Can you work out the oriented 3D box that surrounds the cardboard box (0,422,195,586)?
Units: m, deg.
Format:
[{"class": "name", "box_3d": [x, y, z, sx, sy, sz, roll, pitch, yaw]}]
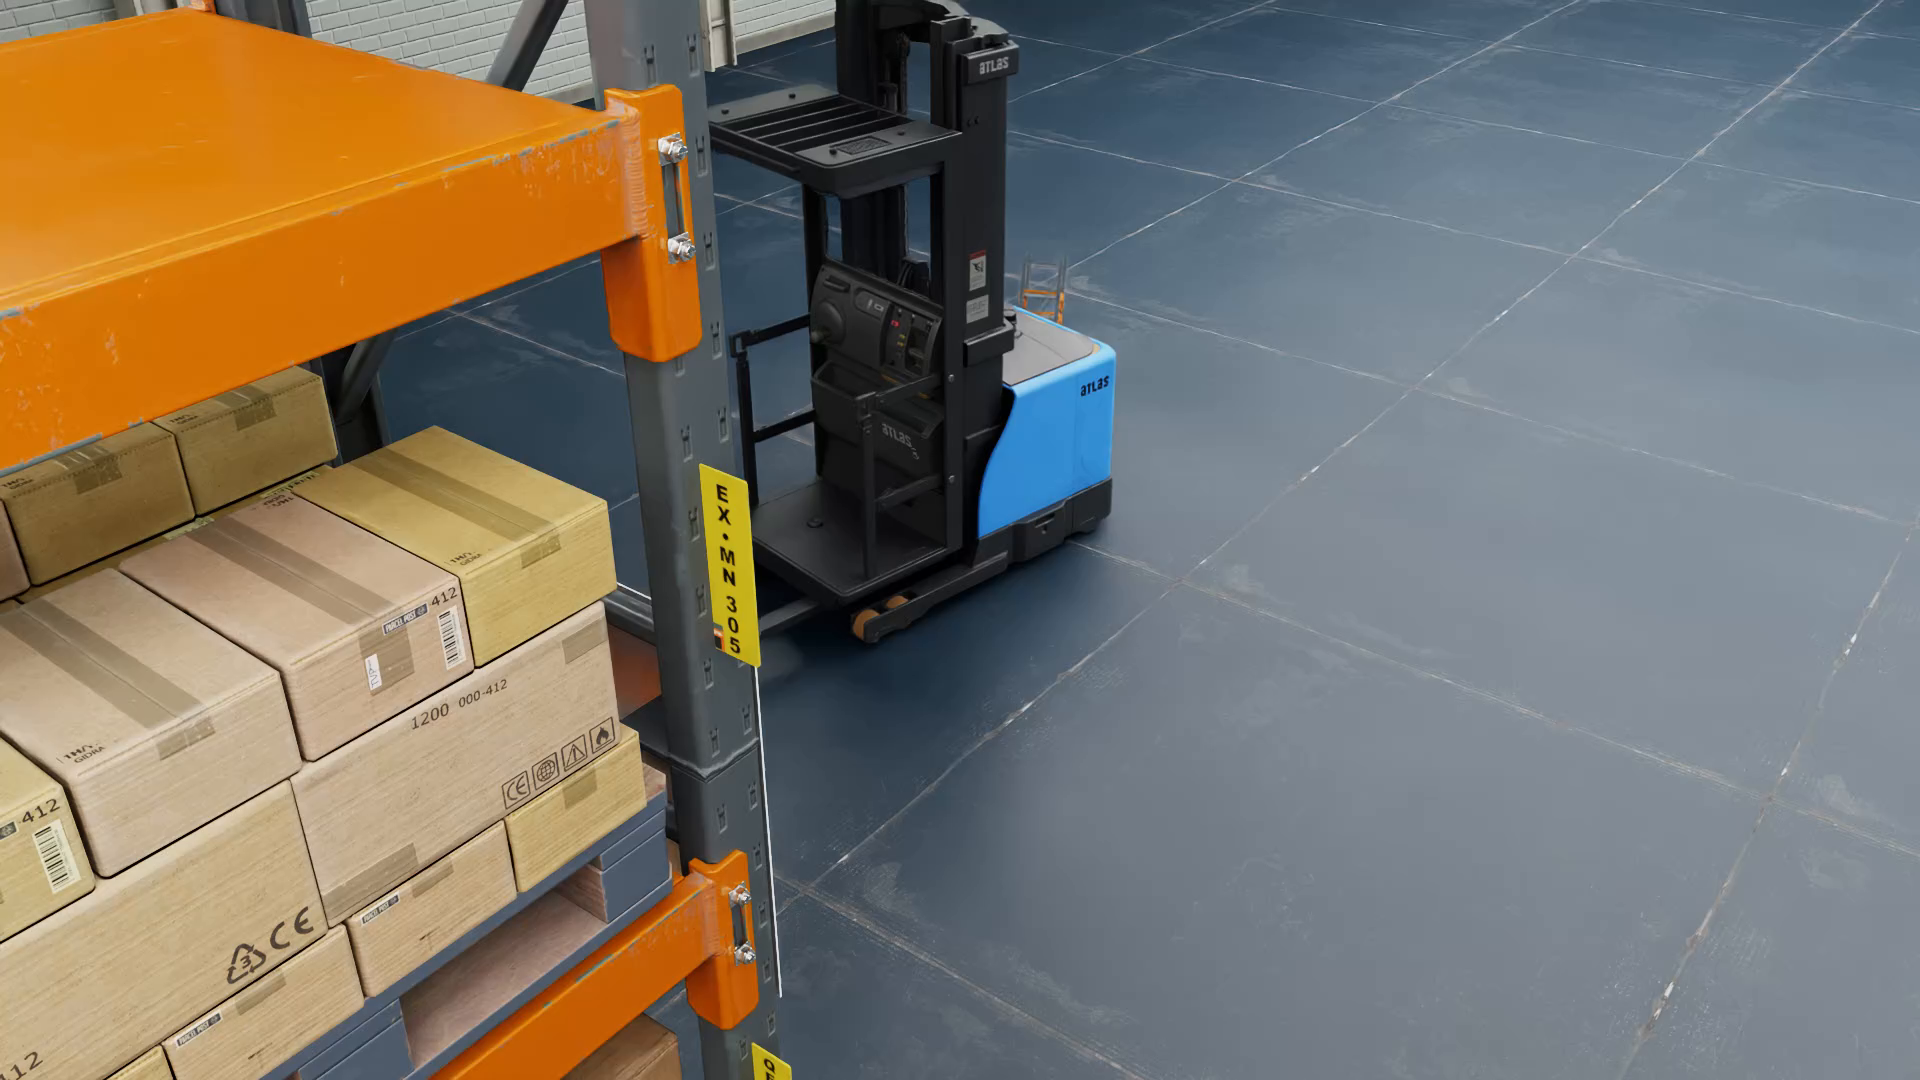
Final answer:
[{"class": "cardboard box", "box_3d": [-1.379, -0.104, 2.495, 0.380, 0.149, 0.250, 21, 37, 32]}]

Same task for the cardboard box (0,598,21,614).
[{"class": "cardboard box", "box_3d": [-1.573, 0.253, 2.285, 0.500, 0.250, 0.500, 21, 36, 31]}]

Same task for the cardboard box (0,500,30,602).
[{"class": "cardboard box", "box_3d": [-1.533, 0.001, 2.319, 0.380, 0.149, 0.250, 21, 36, 31]}]

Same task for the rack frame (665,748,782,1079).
[{"class": "rack frame", "box_3d": [-0.772, 1.506, 3.766, 1.000, 3.000, 0.127, 21, 37, 31]}]

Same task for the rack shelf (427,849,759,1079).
[{"class": "rack shelf", "box_3d": [-1.979, 1.338, 1.813, 1.077, 0.370, 4.000, 21, 37, 31]}]

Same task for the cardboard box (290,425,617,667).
[{"class": "cardboard box", "box_3d": [-0.705, -0.001, 2.322, 0.380, 0.149, 0.250, 22, 37, 32]}]

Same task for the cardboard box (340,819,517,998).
[{"class": "cardboard box", "box_3d": [-0.855, 0.442, 2.357, 0.380, 0.149, 0.250, 21, 37, 32]}]

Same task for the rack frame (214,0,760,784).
[{"class": "rack frame", "box_3d": [-0.772, -1.075, 2.237, 1.000, 3.000, 0.127, 21, 37, 31]}]

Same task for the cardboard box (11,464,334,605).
[{"class": "cardboard box", "box_3d": [-1.268, 0.046, 2.634, 0.500, 0.250, 0.500, 21, 37, 31]}]

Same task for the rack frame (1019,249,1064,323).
[{"class": "rack frame", "box_3d": [0.445, -1.125, 9.929, 0.240, 1.200, 0.006, 6, 5, 10]}]

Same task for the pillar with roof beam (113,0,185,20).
[{"class": "pillar with roof beam", "box_3d": [-2.824, -5.191, 9.183, 9.100, 9.000, 0.400, 21, 37, 31]}]

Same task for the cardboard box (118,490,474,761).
[{"class": "cardboard box", "box_3d": [-0.857, 0.100, 2.152, 0.380, 0.149, 0.250, 21, 37, 32]}]

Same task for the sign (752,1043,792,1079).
[{"class": "sign", "box_3d": [-0.348, 1.079, 3.119, 0.100, 0.325, 0.005, 21, 37, 31]}]

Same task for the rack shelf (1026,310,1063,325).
[{"class": "rack shelf", "box_3d": [0.479, -1.324, 10.004, 0.258, 0.103, 0.180, 6, 5, 10]}]

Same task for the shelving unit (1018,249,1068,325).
[{"class": "shelving unit", "box_3d": [0.461, -1.130, 10.019, 0.258, 1.200, 0.189, 6, 5, 10]}]

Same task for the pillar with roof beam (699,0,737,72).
[{"class": "pillar with roof beam", "box_3d": [0.798, -7.630, 13.298, 9.100, 9.000, 0.400, 21, 37, 31]}]

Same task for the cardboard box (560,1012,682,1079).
[{"class": "cardboard box", "box_3d": [-1.027, 1.116, 3.218, 0.875, 0.550, 0.550, 21, 37, 31]}]

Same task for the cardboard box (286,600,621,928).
[{"class": "cardboard box", "box_3d": [-0.845, 0.214, 2.351, 0.500, 0.250, 0.500, 22, 37, 32]}]

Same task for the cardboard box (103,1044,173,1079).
[{"class": "cardboard box", "box_3d": [-1.163, 0.649, 2.007, 0.380, 0.149, 0.250, 21, 37, 32]}]

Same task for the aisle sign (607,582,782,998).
[{"class": "aisle sign", "box_3d": [-0.490, 0.451, 2.996, 0.394, 0.787, 0.004, 21, 37, 31]}]

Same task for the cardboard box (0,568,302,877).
[{"class": "cardboard box", "box_3d": [-1.011, 0.204, 1.976, 0.380, 0.149, 0.250, 22, 37, 32]}]

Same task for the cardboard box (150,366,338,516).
[{"class": "cardboard box", "box_3d": [-1.227, -0.205, 2.666, 0.380, 0.149, 0.250, 22, 37, 32]}]

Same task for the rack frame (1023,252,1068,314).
[{"class": "rack frame", "box_3d": [0.477, -1.136, 10.109, 0.240, 1.200, 0.006, 6, 5, 10]}]

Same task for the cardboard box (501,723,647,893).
[{"class": "cardboard box", "box_3d": [-0.702, 0.340, 2.529, 0.380, 0.149, 0.250, 21, 37, 31]}]

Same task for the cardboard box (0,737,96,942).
[{"class": "cardboard box", "box_3d": [-1.166, 0.310, 1.798, 0.380, 0.149, 0.250, 22, 37, 32]}]

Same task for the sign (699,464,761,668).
[{"class": "sign", "box_3d": [-0.348, 0.042, 2.505, 0.100, 0.325, 0.005, 21, 37, 31]}]

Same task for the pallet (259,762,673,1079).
[{"class": "pallet", "box_3d": [-1.211, 0.559, 2.510, 1.003, 0.211, 1.213, 21, 37, 31]}]

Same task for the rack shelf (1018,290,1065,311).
[{"class": "rack shelf", "box_3d": [0.490, -1.444, 9.994, 0.258, 0.103, 0.180, 6, 5, 10]}]

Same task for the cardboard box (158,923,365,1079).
[{"class": "cardboard box", "box_3d": [-1.010, 0.546, 2.180, 0.380, 0.149, 0.250, 22, 37, 32]}]

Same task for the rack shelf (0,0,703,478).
[{"class": "rack shelf", "box_3d": [-1.979, 0.220, 1.150, 1.077, 0.370, 4.000, 21, 37, 31]}]

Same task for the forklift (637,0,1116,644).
[{"class": "forklift", "box_3d": [-0.578, -1.042, 8.134, 3.031, 2.935, 1.130, -25, 39, -35]}]

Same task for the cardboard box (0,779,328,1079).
[{"class": "cardboard box", "box_3d": [-1.147, 0.417, 2.008, 0.500, 0.250, 0.500, 21, 37, 31]}]
